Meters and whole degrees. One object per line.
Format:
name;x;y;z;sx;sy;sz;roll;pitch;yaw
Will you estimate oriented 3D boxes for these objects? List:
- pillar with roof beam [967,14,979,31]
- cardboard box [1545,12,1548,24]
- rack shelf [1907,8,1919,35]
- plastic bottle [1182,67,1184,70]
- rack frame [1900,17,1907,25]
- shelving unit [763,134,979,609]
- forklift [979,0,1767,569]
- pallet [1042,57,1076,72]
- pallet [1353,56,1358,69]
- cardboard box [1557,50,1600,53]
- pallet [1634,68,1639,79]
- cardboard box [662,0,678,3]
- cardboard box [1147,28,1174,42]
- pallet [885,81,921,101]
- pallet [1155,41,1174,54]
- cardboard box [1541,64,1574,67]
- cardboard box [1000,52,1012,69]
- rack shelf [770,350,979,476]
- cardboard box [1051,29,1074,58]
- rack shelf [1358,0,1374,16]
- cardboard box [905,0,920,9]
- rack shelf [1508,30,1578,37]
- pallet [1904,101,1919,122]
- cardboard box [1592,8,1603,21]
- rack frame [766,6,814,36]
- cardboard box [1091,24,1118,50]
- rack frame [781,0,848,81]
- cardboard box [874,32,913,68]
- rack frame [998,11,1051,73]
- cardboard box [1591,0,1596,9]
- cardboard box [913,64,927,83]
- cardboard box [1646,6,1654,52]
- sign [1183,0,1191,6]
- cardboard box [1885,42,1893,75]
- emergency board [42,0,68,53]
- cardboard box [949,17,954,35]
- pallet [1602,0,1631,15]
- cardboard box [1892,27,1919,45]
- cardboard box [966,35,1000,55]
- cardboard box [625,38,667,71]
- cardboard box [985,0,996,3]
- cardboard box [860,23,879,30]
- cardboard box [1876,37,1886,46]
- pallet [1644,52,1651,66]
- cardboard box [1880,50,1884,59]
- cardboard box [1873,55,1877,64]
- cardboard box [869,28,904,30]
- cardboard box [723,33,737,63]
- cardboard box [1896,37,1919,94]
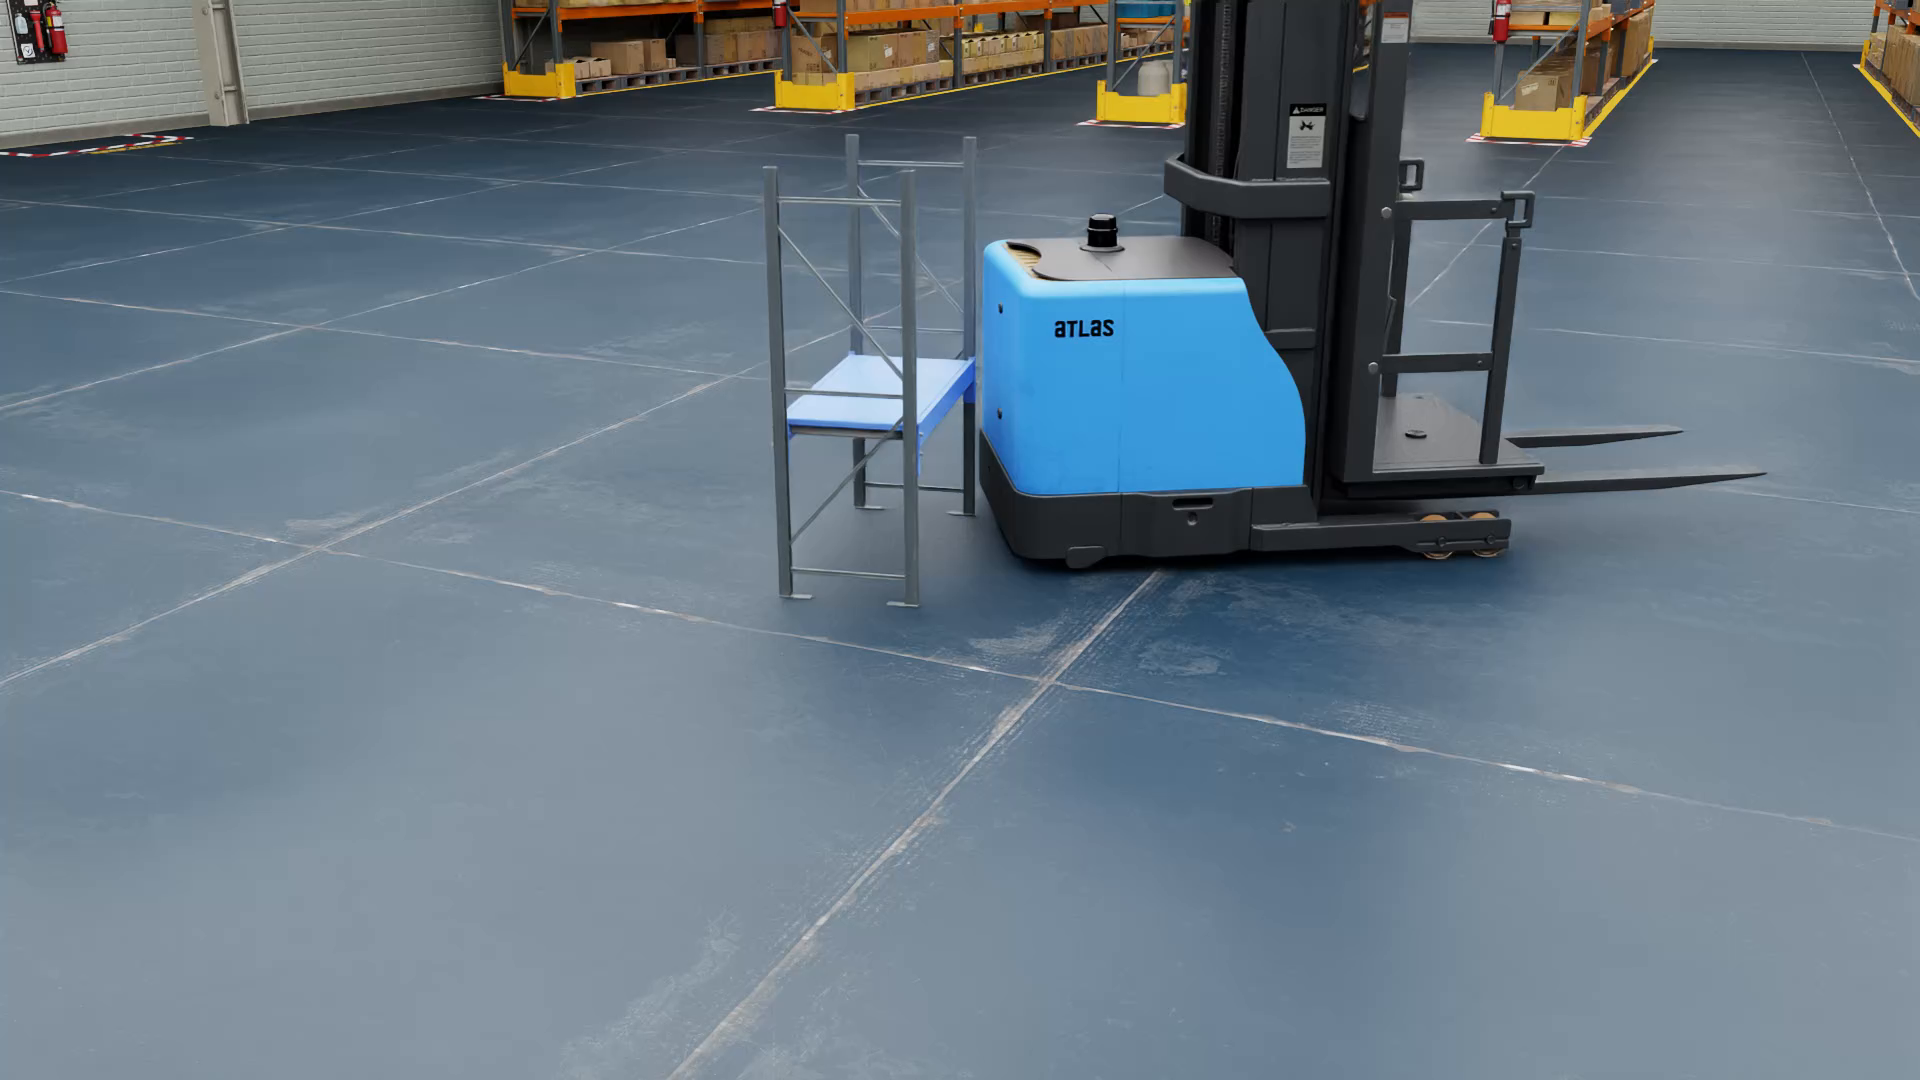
pillar with roof beam;4.187;-16.429;39.235;9.100;9.000;0.400;9;21;23
cardboard box;6.980;-6.392;20.342;0.380;0.149;0.250;9;21;23
rack shelf;13.889;-7.103;23.038;1.077;0.370;4.000;9;21;23
plastic bottle;3.281;-6.933;24.784;0.144;0.351;0.185;8;21;20
rack frame;17.981;-10.499;31.514;0.949;2.616;0.053;9;21;23
shelving unit;-0.289;-0.655;6.073;0.538;1.500;1.048;4;20;11
forklift;1.638;-1.480;6.255;3.031;2.935;1.130;-3;20;-7
pallet;1.529;-9.034;31.557;1.003;0.211;1.213;9;21;23
pallet;6.990;-9.123;31.806;1.003;0.211;1.213;9;21;23
cardboard box;9.299;-7.070;24.947;0.700;0.500;0.500;7;21;18
pallet;11.615;-8.427;29.850;1.003;0.211;1.213;9;21;23
cardboard box;-5.100;-9.182;28.005;0.500;0.250;0.500;9;21;23
cardboard box;4.466;-11.400;37.122;0.500;0.500;0.500;9;21;23
pallet;-1.312;-6.977;25.771;1.003;0.211;1.213;9;21;23
pallet;4.108;-10.989;37.055;1.003;0.211;1.213;9;21;23
cardboard box;7.976;-6.068;22.160;0.500;0.500;0.500;7;21;18
cardboard box;0.571;-8.364;28.987;0.500;0.250;0.500;9;21;24
rack shelf;-0.289;-0.486;6.133;0.538;0.185;1.000;4;20;11
cardboard box;1.845;-9.415;31.541;0.500;0.500;0.500;8;21;21
rack shelf;8.163;-10.939;33.826;1.077;0.370;4.000;9;21;23
cardboard box;-1.045;-8.498;25.738;0.700;0.500;0.500;9;21;24
rack shelf;7.767;-6.659;21.576;0.831;0.071;3.687;9;21;23
pallet;13.317;-5.763;22.358;1.003;0.211;1.213;9;21;23
cardboard box;7.985;-6.700;21.207;0.380;0.149;0.250;9;21;23
rack frame;-3.333;-10.804;32.370;1.000;3.000;0.127;9;21;23
cardboard box;2.886;-10.187;33.711;0.500;0.500;0.500;8;21;22
rack frame;-2.088;-7.679;23.586;1.000;3.000;0.127;9;21;23
cardboard box;-1.048;-7.527;25.514;0.500;0.500;0.500;9;21;23
rack frame;1.188;-10.125;30.462;1.000;3.000;0.127;9;21;23
cardboard box;7.754;-7.138;21.470;0.875;0.500;0.500;9;21;23
cardboard box;-0.845;-7.326;26.070;0.500;0.250;0.500;9;21;23
cardboard box;13.311;-10.200;33.218;0.875;0.875;0.875;9;21;23
sign;2.930;-7.052;21.409;0.100;0.325;0.005;9;21;23
cardboard box;15.091;-8.076;26.390;0.537;1.449;2.626;10;22;25
emergency board;-10.538;-6.028;19.358;0.183;0.685;0.291;9;21;23
cardboard box;11.020;-9.085;28.793;30.006;1.739;9.292;9;21;23
pallet;9.032;-7.665;23.832;1.003;0.211;1.213;9;21;23
cardboard box;15.374;-8.141;26.869;0.500;0.250;0.500;9;22;25
cardboard box;0.367;-8.472;28.453;0.500;0.311;0.500;8;21;21
cardboard box;-5.359;-8.288;28.370;0.500;0.500;0.500;7;21;19
cardboard box;0.300;-9.496;28.544;0.500;0.500;0.500;9;21;23
cardboard box;-2.203;-10.723;34.724;0.750;0.750;0.750;9;22;24
cardboard box;16.721;-8.964;29.938;0.380;0.149;0.250;8;21;21
pallet;13.244;-9.641;33.263;1.003;0.211;1.213;9;21;23
cardboard box;16.185;-8.411;28.826;0.380;0.149;0.250;9;21;24
cardboard box;4.914;-9.607;27.483;20.219;3.600;13.241;9;21;23
cardboard box;-1.123;-7.905;26.578;0.500;0.500;0.500;9;21;23
cardboard box;-4.519;-9.002;30.380;0.700;0.500;0.500;8;21;22
cardboard box;14.022;-6.749;23.702;1.050;0.750;0.750;9;21;24
